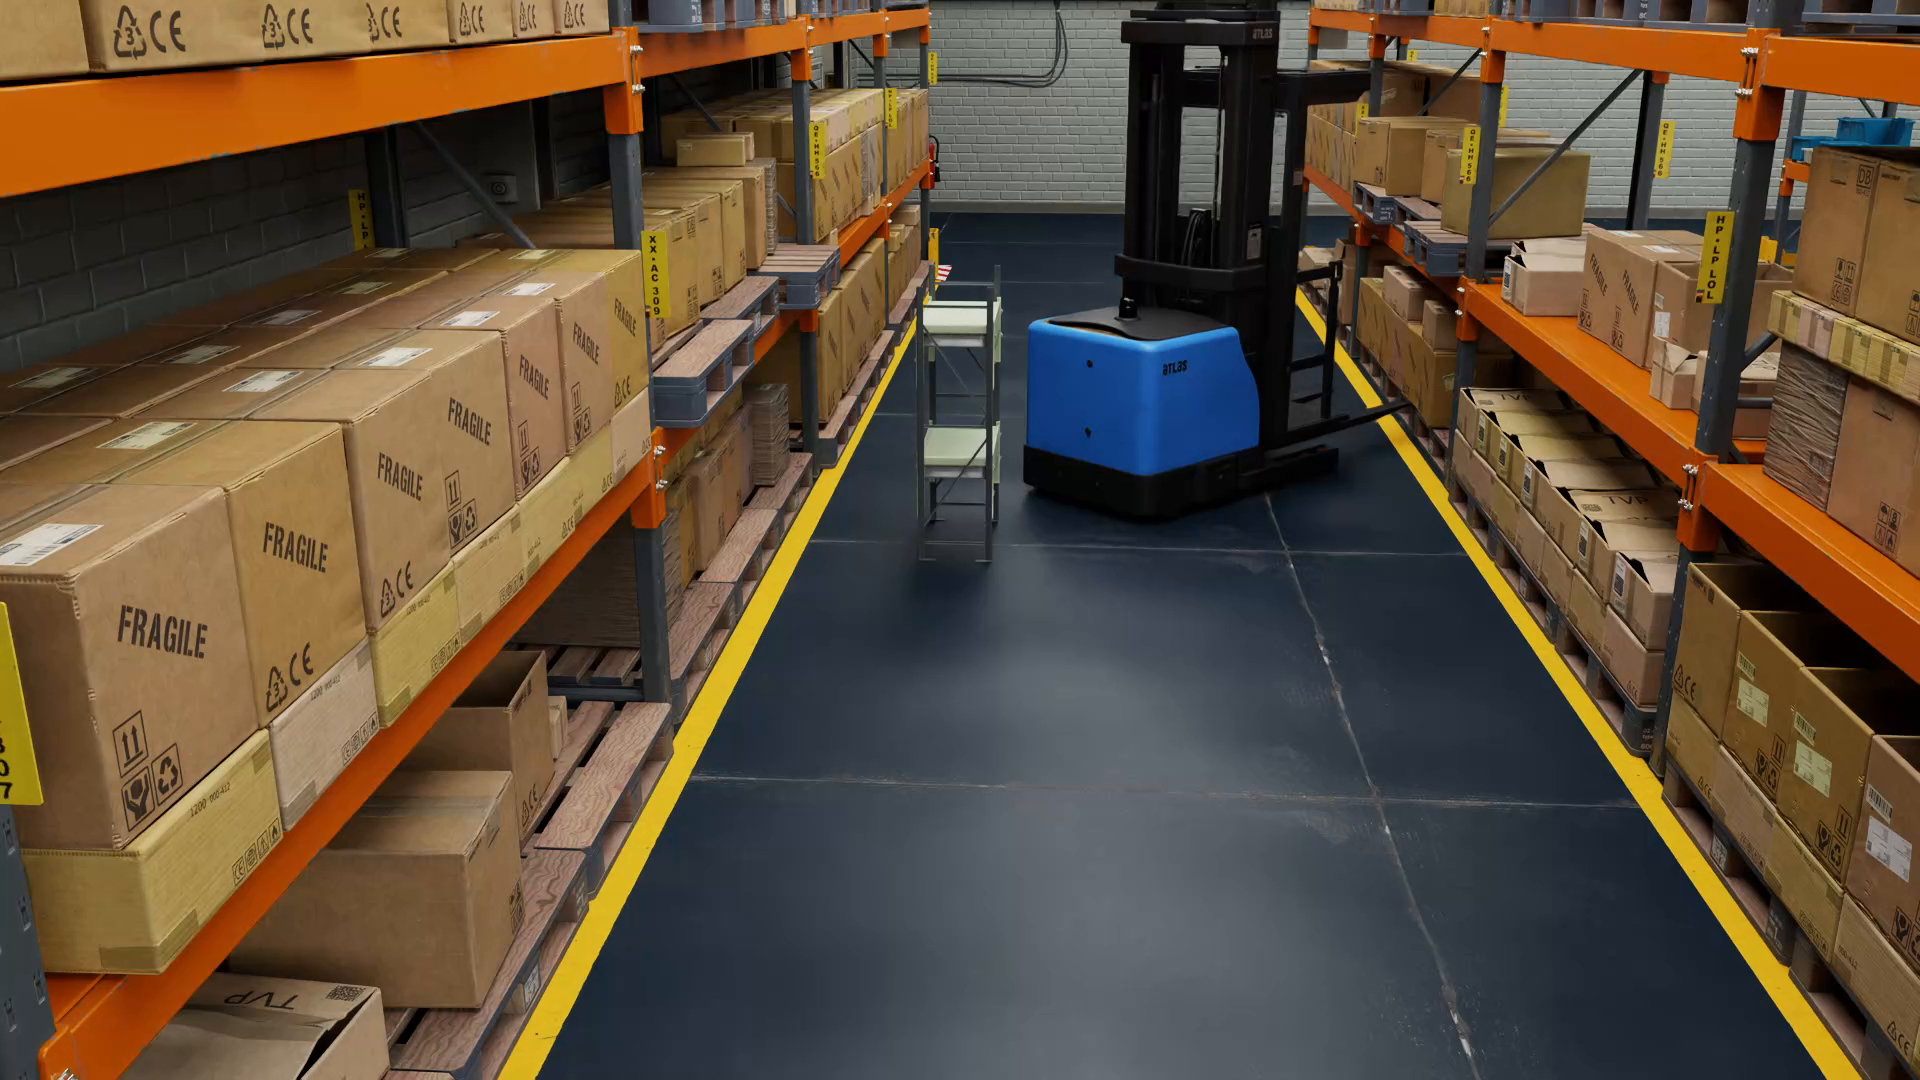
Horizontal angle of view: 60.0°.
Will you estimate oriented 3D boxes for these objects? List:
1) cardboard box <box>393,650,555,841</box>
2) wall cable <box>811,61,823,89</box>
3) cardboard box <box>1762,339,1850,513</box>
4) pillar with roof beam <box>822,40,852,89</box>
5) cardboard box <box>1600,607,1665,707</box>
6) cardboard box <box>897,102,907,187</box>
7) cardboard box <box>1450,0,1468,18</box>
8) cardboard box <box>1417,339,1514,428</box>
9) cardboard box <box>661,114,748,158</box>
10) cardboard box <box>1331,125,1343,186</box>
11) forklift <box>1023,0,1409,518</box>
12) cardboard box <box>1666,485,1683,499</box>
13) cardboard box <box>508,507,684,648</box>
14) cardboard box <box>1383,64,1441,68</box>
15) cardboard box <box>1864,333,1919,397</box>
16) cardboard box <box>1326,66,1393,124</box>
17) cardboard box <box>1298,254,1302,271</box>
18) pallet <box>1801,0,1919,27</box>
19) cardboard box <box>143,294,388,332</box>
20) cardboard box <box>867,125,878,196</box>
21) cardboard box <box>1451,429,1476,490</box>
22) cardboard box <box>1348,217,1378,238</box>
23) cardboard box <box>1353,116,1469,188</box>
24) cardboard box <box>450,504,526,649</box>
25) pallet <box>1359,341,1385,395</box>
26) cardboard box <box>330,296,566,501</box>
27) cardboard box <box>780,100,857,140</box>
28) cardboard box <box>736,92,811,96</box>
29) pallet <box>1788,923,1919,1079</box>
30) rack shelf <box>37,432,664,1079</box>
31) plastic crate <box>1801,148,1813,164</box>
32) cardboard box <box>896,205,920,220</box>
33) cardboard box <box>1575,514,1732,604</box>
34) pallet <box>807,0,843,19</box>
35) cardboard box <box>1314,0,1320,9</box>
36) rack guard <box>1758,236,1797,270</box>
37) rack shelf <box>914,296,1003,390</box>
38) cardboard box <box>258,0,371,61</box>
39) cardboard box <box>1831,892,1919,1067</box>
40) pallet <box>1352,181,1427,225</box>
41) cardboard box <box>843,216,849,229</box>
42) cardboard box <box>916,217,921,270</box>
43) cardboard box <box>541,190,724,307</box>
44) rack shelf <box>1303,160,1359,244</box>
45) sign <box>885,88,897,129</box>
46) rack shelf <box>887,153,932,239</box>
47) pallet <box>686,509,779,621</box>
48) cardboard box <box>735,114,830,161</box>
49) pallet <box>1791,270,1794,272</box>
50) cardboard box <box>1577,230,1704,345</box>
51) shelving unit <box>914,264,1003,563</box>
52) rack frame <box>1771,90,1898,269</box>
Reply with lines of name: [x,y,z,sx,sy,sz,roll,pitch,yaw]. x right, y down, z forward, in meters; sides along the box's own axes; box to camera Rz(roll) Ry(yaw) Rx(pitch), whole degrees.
cardboard box: [-1.726,0.704,5.766,0.500,0.500,0.500,0,18,0]
wall cable: [-1.683,-5.227,18.926,0.084,1.984,1.851,1,18,4]
cardboard box: [3.224,-0.398,5.661,0.700,0.500,0.500,1,18,2]
pillar with roof beam: [2.793,-7.938,19.197,9.100,9.000,0.400,1,18,4]
cardboard box: [2.990,0.483,6.873,0.500,0.250,0.500,1,18,3]
cardboard box: [-1.005,-3.620,15.172,0.980,0.700,0.700,1,18,3]
cardboard box: [3.570,-3.499,10.306,0.910,0.500,0.500,1,18,4]
cardboard box: [3.369,-1.048,11.112,0.500,0.500,0.500,2,18,6]
cardboard box: [-1.631,-2.542,10.489,0.500,0.250,0.500,2,18,5]
cardboard box: [3.673,-3.502,15.132,0.500,0.500,0.500,2,18,5]
forklift: [1.810,-1.891,10.488,3.031,2.935,1.130,-16,24,-41]
cardboard box: [3.604,-0.087,7.713,0.500,0.311,0.500,1,18,2]
cardboard box: [-1.656,0.151,7.451,0.700,0.500,0.500,2,18,6]
cardboard box: [4.284,-4.276,15.889,0.500,0.500,0.500,2,18,5]
cardboard box: [2.985,-0.526,5.009,0.380,0.149,0.250,1,18,3]
cardboard box: [3.709,-4.131,15.447,0.500,0.500,0.500,1,18,3]
cardboard box: [3.719,-2.879,17.234,0.380,0.166,0.250,1,18,4]
pallet: [3.214,-1.607,4.834,1.003,0.211,1.213,1,18,4]
cardboard box: [-2.016,-0.436,4.942,0.500,0.500,0.500,2,18,5]
cardboard box: [-0.927,-2.974,13.011,0.500,0.500,0.500,1,18,4]
cardboard box: [3.206,-0.468,9.776,0.500,0.250,0.500,1,18,4]
cardboard box: [4.316,-3.063,17.261,0.500,0.500,0.500,1,18,4]
cardboard box: [3.566,-3.078,13.166,0.700,0.500,0.500,-5,19,-15]
cardboard box: [-1.523,0.085,4.556,0.500,0.250,0.500,1,18,4]
pallet: [3.802,-1.395,13.341,1.003,0.211,1.213,1,18,4]
cardboard box: [-1.494,-0.428,4.916,0.500,0.500,0.500,1,18,2]
cardboard box: [-1.015,-3.012,11.922,0.500,0.250,0.500,1,18,3]
cardboard box: [-1.442,-3.338,12.918,0.500,0.250,0.500,1,18,5]
pallet: [3.066,1.462,4.622,1.003,0.211,1.213,1,18,4]
rack shelf: [-1.835,0.365,4.648,1.077,0.370,4.000,1,18,4]
plastic crate: [8.598,-3.840,16.653,0.250,0.136,0.298,1,18,4]
cardboard box: [-0.609,-3.382,17.224,0.380,0.149,0.250,1,18,3]
cardboard box: [3.023,0.058,7.270,0.500,0.311,0.500,2,18,5]
pallet: [-1.412,-3.377,10.399,1.213,0.211,1.003,2,18,6]
cardboard box: [3.819,-5.416,16.559,0.500,0.250,0.500,1,18,4]
rack guard: [9.039,-2.924,17.544,1.175,0.500,0.348,1,18,4]
rack shelf: [0.000,-1.081,9.062,0.431,0.370,0.720,1,18,4]
cardboard box: [-1.598,-1.264,3.454,0.500,0.500,0.500,2,18,6]
cardboard box: [2.802,1.221,4.620,0.500,0.250,0.500,1,18,4]
pallet: [3.657,-2.637,12.960,1.003,0.211,1.213,1,18,4]
cardboard box: [-1.026,-2.386,12.259,0.380,0.149,0.250,2,18,6]
cardboard box: [-0.782,-3.117,17.459,0.700,0.500,0.500,1,18,4]
cardboard box: [-1.558,-1.391,7.983,0.700,0.500,0.500,4,19,11]
rack shelf: [3.966,-3.253,15.688,1.077,0.370,4.000,1,18,4]
sign: [-0.576,-3.586,13.819,0.100,0.325,0.005,1,18,4]
rack shelf: [-0.975,-3.362,16.022,1.077,0.370,4.000,1,18,4]
pallet: [-1.553,0.105,8.764,1.003,0.211,1.213,1,18,4]
cardboard box: [-1.113,-2.540,10.481,0.500,0.250,0.500,2,18,5]
pallet: [8.952,-2.524,16.786,1.003,0.211,1.213,1,18,4]
cardboard box: [3.432,-1.257,8.282,0.500,0.500,0.500,0,18,1]
shelving unit: [0.000,-0.711,9.183,0.431,1.500,0.755,1,18,4]
rack frame: [9.050,-4.104,17.131,1.000,3.000,0.127,1,18,4]
